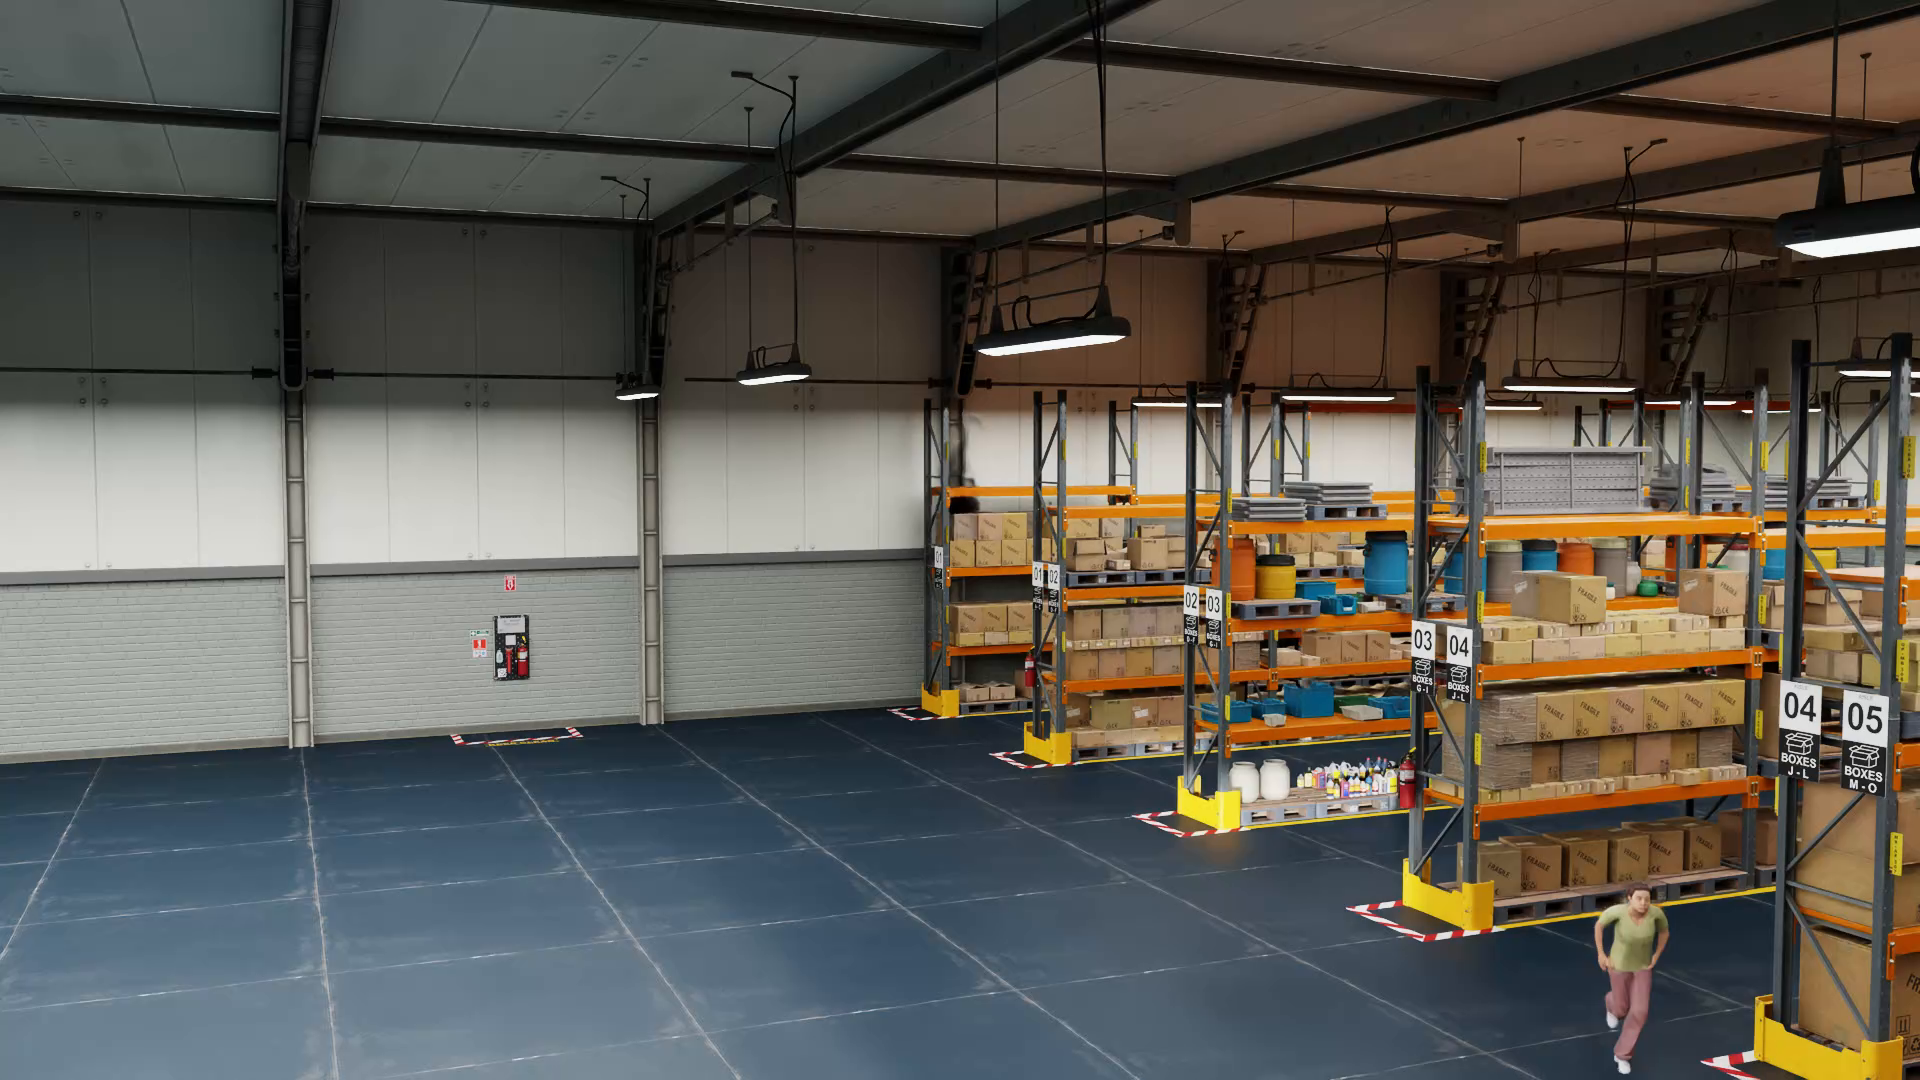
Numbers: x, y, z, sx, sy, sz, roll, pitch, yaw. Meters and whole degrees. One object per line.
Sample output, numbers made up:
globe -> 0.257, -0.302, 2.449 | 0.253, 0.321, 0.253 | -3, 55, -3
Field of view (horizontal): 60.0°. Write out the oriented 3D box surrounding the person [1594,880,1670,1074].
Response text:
person -> 5.578, 3.570, 13.874 | 0.577, 1.611, 0.801 | 0, 3, 3

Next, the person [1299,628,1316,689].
person -> 6.721, 2.458, 32.096 | 0.577, 1.629, 0.592 | -1, 4, -23
